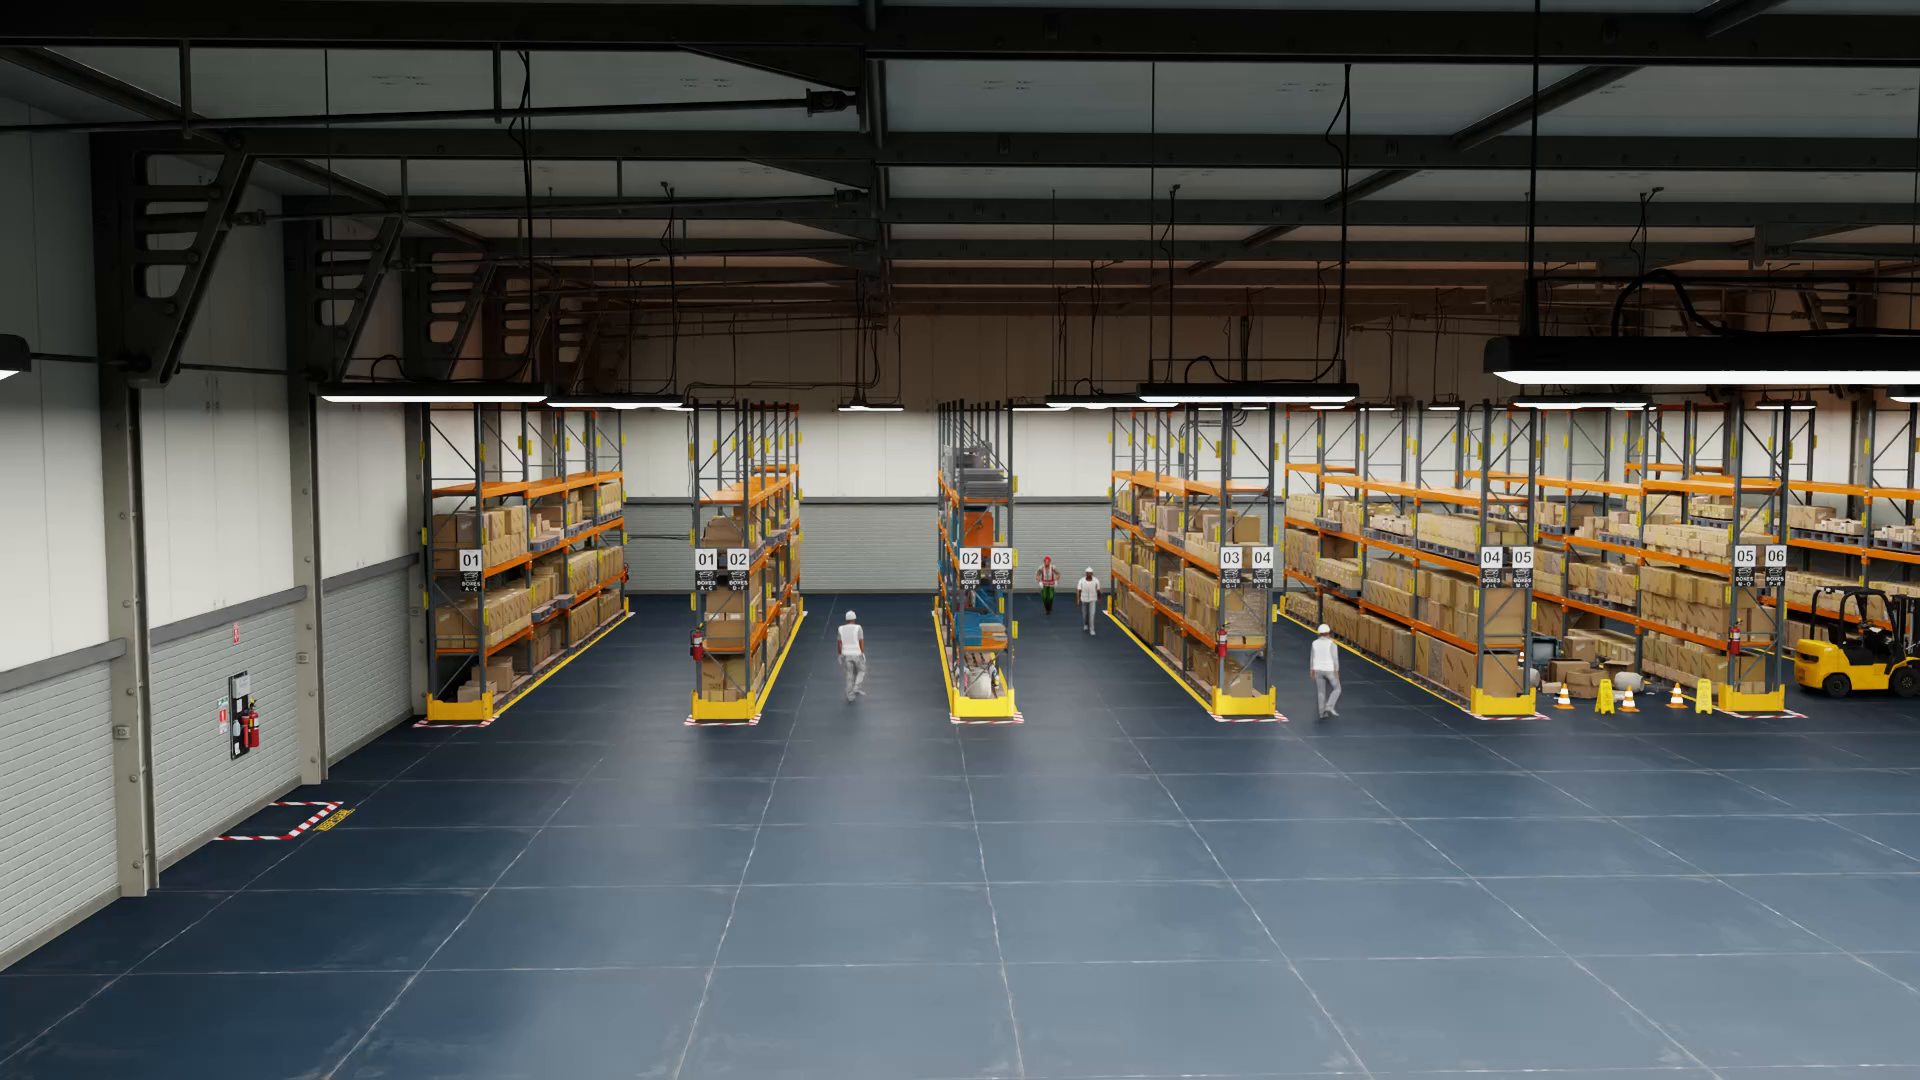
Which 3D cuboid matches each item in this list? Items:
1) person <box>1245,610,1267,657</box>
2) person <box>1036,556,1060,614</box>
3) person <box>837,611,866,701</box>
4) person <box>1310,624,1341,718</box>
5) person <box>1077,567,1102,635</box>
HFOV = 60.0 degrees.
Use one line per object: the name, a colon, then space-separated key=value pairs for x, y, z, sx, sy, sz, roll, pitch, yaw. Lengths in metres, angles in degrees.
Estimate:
person: x=7.022 y=1.903 z=39.139 sx=0.544 sy=1.750 sz=0.507 roll=-1 pitch=5 yaw=-17
person: x=2.505 y=1.292 z=47.368 sx=0.690 sy=1.685 sz=0.643 roll=0 pitch=4 yaw=5
person: x=-2.169 y=2.310 z=33.212 sx=0.591 sy=1.771 sz=0.502 roll=1 pitch=4 yaw=10
person: x=6.869 y=2.467 z=31.297 sx=0.621 sy=1.766 sz=0.484 roll=3 pitch=5 yaw=34
person: x=3.356 y=1.564 z=43.228 sx=0.643 sy=1.707 sz=1.071 roll=1 pitch=4 yaw=7
